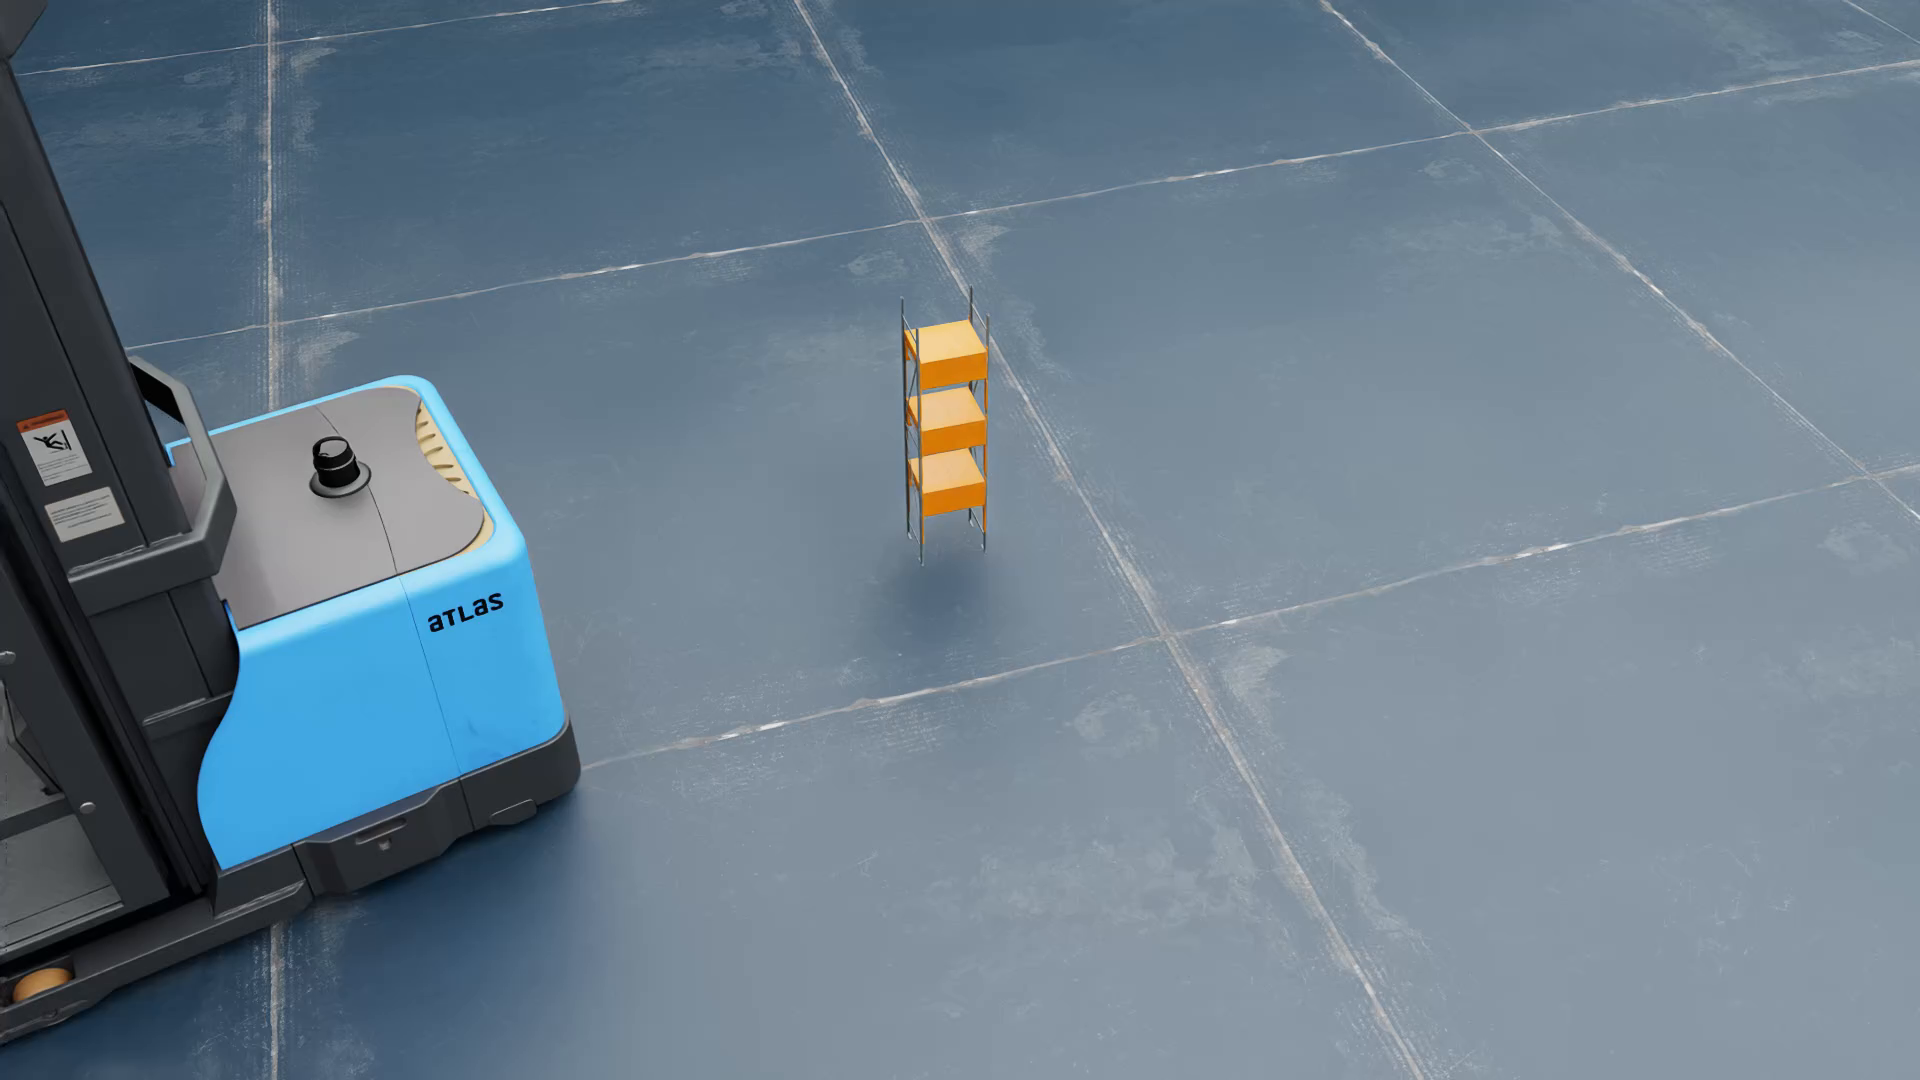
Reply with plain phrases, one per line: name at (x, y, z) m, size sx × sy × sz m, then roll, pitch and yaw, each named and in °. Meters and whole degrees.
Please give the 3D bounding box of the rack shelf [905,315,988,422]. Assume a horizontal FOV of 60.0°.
rack shelf at (-0.051, -0.591, 5.713) m, size 0.240 × 0.259 × 0.215 m, roll -12°, pitch 42°, yaw -13°

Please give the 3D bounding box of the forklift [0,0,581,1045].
forklift at (-2.738, -0.072, 4.105) m, size 3.031 × 2.935 × 1.130 m, roll -21°, pitch 45°, yaw -22°

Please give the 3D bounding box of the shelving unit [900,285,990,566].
shelving unit at (-0.051, -0.385, 5.892) m, size 0.252 × 1.050 × 0.215 m, roll -12°, pitch 42°, yaw -13°

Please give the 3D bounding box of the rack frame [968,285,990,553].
rack frame at (0.065, -0.409, 5.920) m, size 0.008 × 1.050 × 0.200 m, roll -12°, pitch 42°, yaw -13°

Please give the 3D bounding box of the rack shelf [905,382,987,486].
rack shelf at (-0.051, -0.377, 5.899) m, size 0.240 × 0.259 × 0.215 m, roll -12°, pitch 42°, yaw -13°

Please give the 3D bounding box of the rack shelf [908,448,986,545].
rack shelf at (-0.051, -0.168, 6.082) m, size 0.240 × 0.259 × 0.215 m, roll -12°, pitch 42°, yaw -13°

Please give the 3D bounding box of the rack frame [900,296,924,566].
rack frame at (-0.167, -0.361, 5.865) m, size 0.008 × 1.050 × 0.200 m, roll -12°, pitch 42°, yaw -13°
